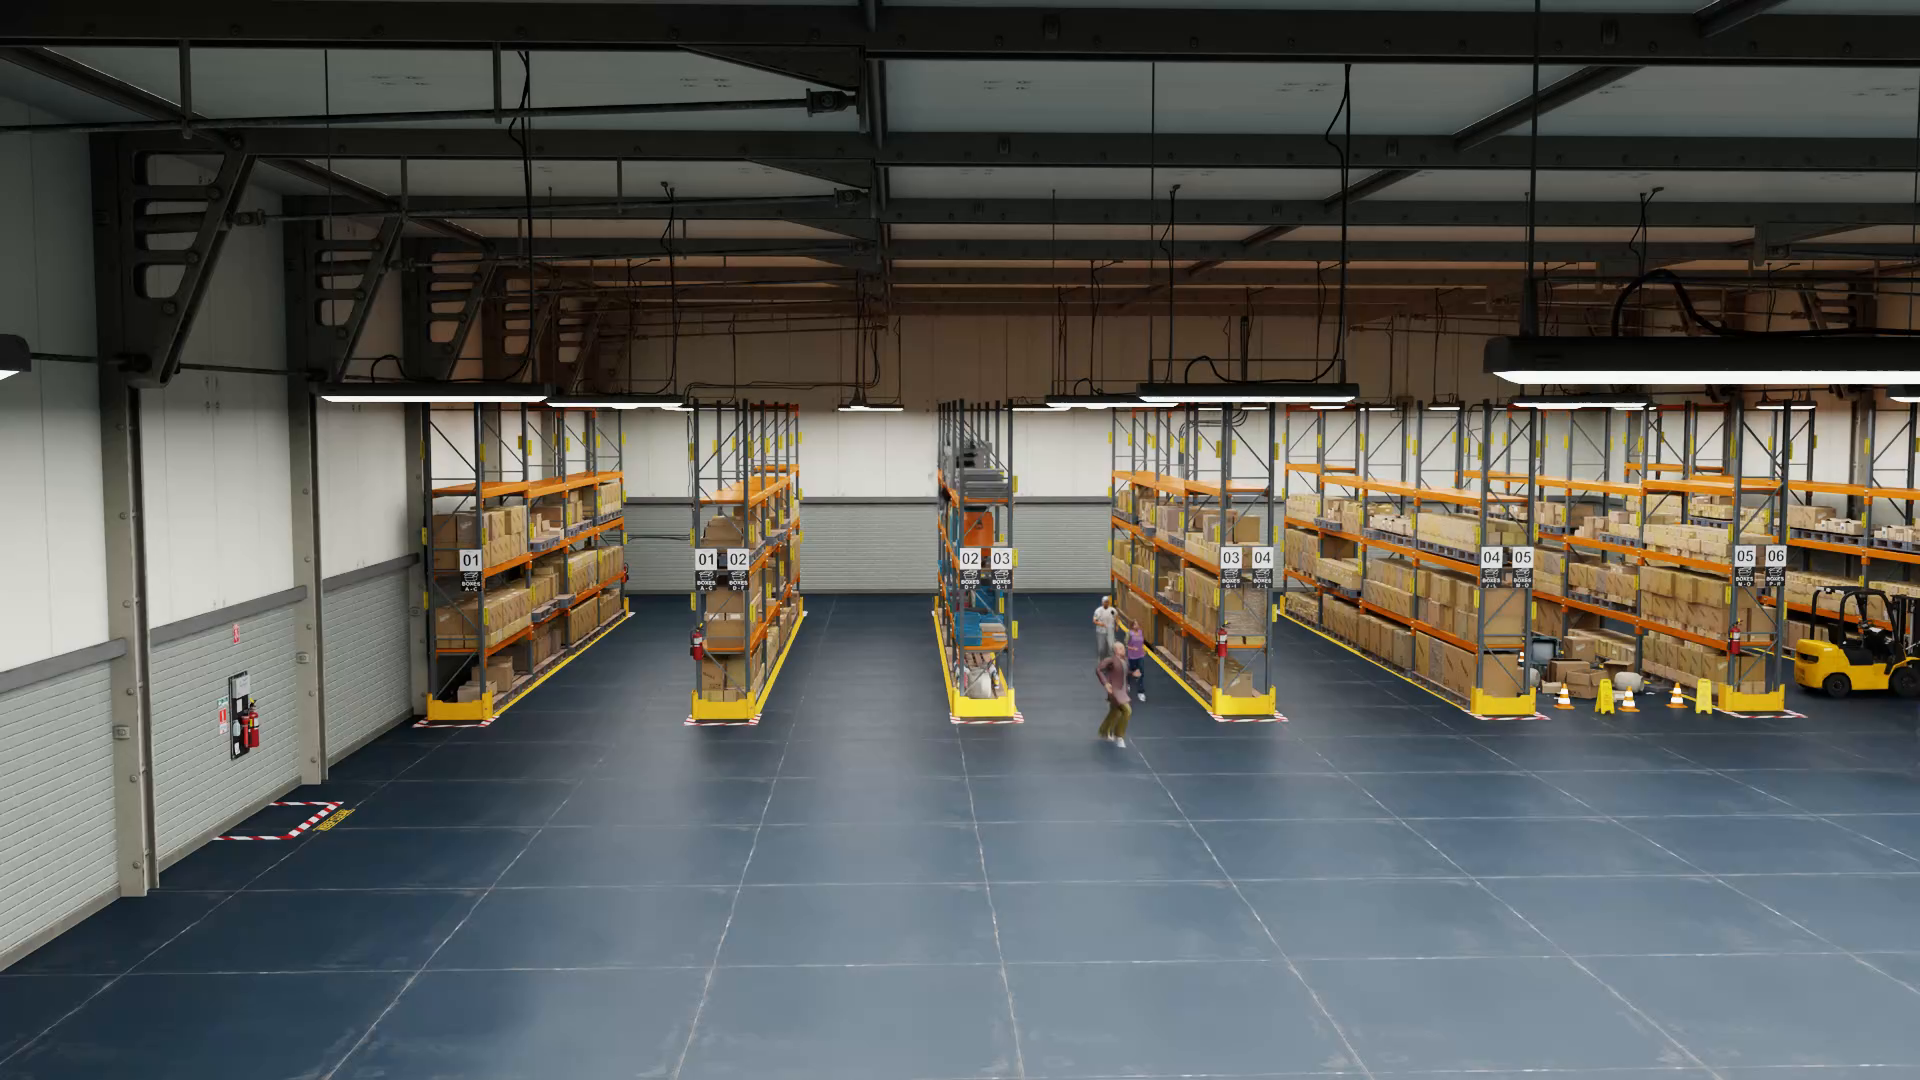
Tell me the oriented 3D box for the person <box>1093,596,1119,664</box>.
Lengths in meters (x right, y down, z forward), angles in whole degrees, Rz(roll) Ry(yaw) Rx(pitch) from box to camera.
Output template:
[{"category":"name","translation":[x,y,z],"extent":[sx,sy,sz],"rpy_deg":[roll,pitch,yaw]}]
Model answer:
[{"category":"person","translation":[3.268,2.102,37.064],"extent":[0.619,1.711,0.691],"rpy_deg":[0,4,-4]}]

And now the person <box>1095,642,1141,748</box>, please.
[{"category":"person","translation":[2.737,2.717,28.748],"extent":[0.820,1.759,0.666],"rpy_deg":[3,5,33]}]

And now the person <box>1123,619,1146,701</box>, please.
[{"category":"person","translation":[3.504,2.380,33.425],"extent":[0.538,1.605,0.877],"rpy_deg":[-2,5,-19]}]
